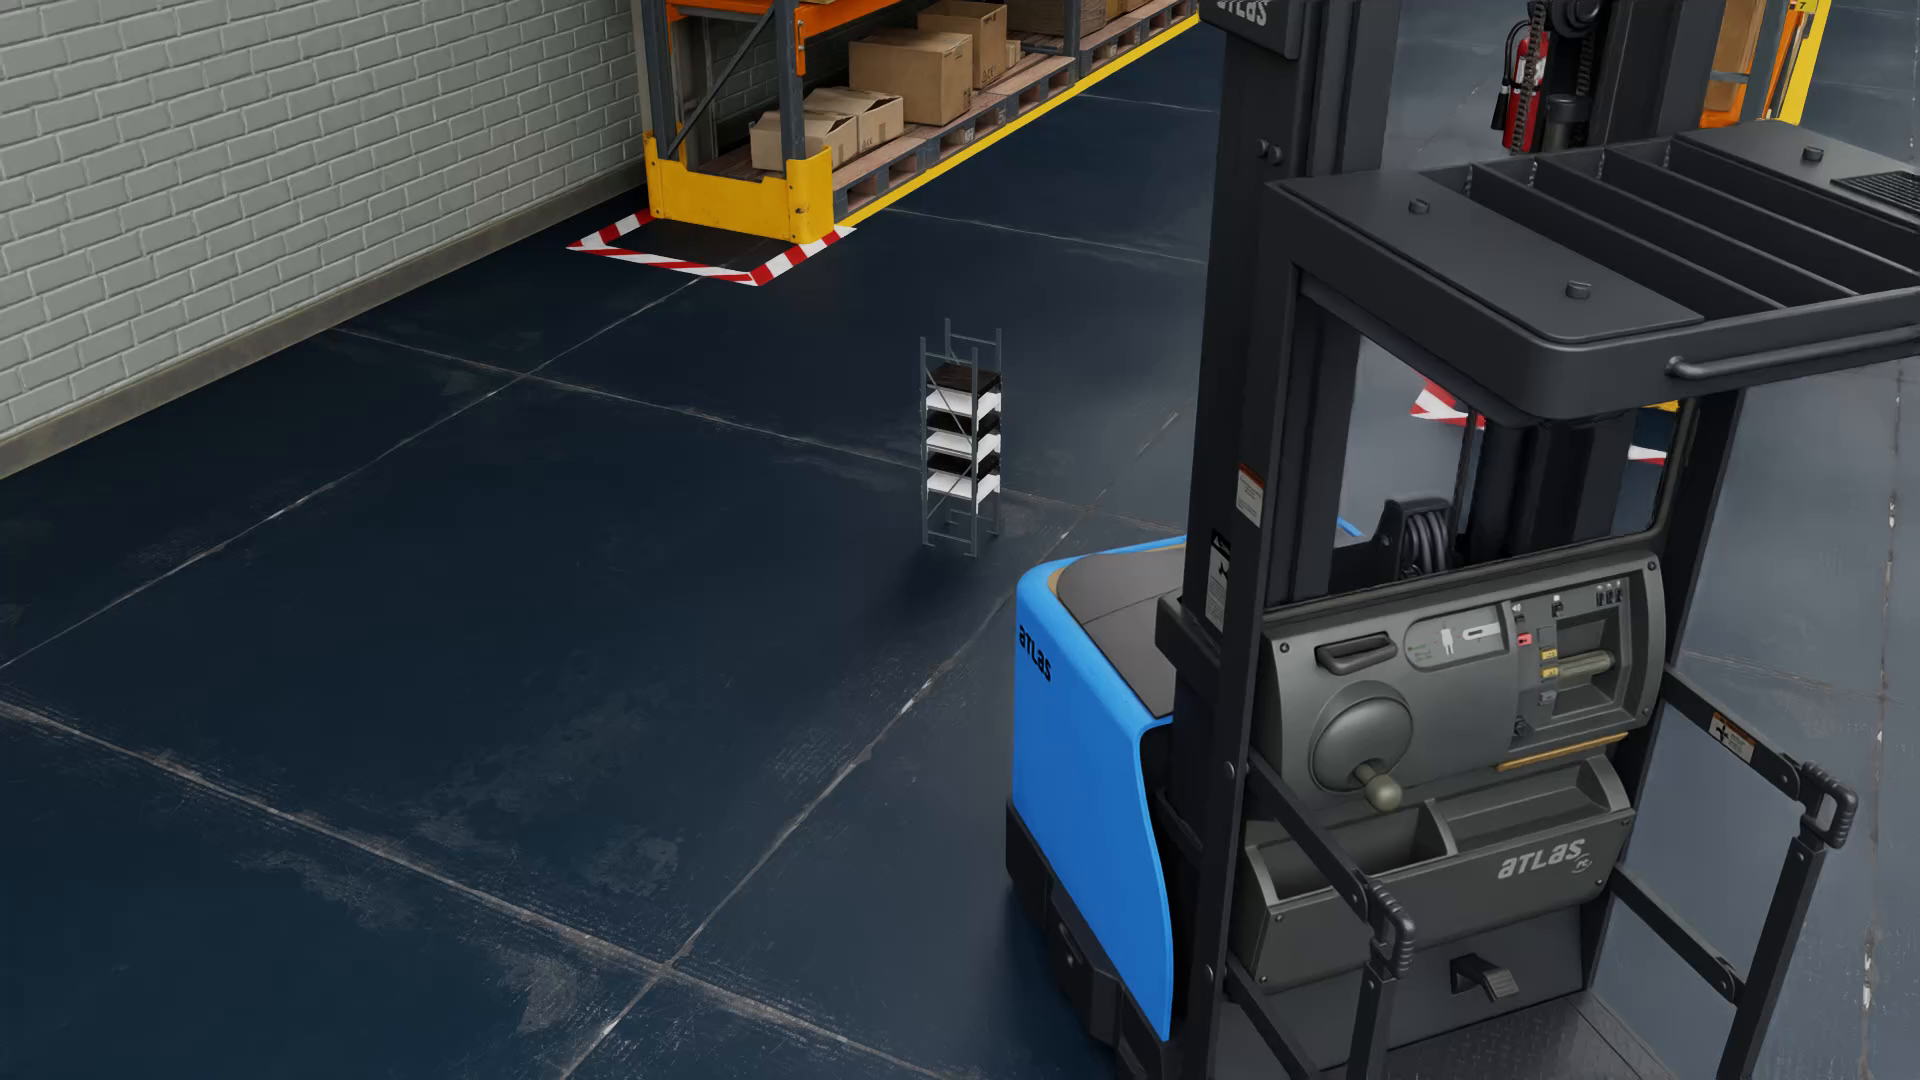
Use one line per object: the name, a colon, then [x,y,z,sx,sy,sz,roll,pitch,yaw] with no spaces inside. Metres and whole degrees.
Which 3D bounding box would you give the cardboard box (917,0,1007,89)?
cardboard box: [0.018,-3.615,12.101,0.500,0.500,0.500,12,32,20]

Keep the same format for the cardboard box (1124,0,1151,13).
cardboard box: [1.235,-4.872,14.290,0.700,0.500,0.500,15,33,24]

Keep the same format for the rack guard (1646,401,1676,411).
rack guard: [3.033,-0.987,7.967,1.175,0.500,0.348,14,33,23]

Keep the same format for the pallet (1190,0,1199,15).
pallet: [1.920,-5.195,15.585,1.003,0.211,1.213,14,33,23]

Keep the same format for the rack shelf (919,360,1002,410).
rack shelf: [0.004,-0.599,6.414,0.258,0.077,0.200,14,33,23]

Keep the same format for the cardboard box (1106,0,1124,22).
cardboard box: [0.966,-4.655,13.912,0.700,0.500,0.500,14,33,22]

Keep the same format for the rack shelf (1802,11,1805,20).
rack shelf: [5.778,-4.430,12.175,1.077,0.370,4.000,14,33,23]

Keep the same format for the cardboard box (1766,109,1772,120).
cardboard box: [4.850,-2.590,10.587,0.500,0.250,0.500,14,33,23]

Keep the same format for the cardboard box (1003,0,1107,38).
cardboard box: [0.776,-4.414,13.493,0.700,0.500,0.500,15,33,25]

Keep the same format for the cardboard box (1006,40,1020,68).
cardboard box: [0.238,-3.696,12.577,0.380,0.166,0.250,10,31,17]

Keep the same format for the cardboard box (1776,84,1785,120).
cardboard box: [5.271,-2.968,11.245,0.500,0.250,0.500,13,33,22]

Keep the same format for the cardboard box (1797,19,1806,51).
cardboard box: [6.203,-3.878,12.831,0.500,0.250,0.500,15,33,24]

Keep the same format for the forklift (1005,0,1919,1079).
forklift: [1.127,0.334,3.226,1.130,2.935,3.031,-11,32,-18]

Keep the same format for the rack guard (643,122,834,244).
rack guard: [-1.333,-2.154,9.999,1.175,0.500,0.348,14,33,23]

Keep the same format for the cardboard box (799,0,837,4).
cardboard box: [-0.862,-3.292,9.601,0.500,0.250,0.500,13,32,22]

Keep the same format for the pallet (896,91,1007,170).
pallet: [-0.374,-2.920,11.622,1.003,0.211,1.213,14,33,23]

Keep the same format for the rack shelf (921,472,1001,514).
rack shelf: [0.004,-0.209,6.638,0.258,0.077,0.200,14,33,23]

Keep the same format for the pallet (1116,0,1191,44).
pallet: [1.363,-4.656,14.647,1.003,0.211,1.213,14,33,23]

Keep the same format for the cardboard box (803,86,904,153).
cardboard box: [-0.712,-2.768,10.816,0.500,0.311,0.500,17,34,27]

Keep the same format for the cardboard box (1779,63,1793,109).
cardboard box: [5.505,-3.194,11.639,0.500,0.250,0.500,15,33,24]

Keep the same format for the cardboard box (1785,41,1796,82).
cardboard box: [5.277,-3.215,11.113,0.500,0.311,0.500,14,33,23]

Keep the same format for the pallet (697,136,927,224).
pallet: [-0.931,-2.381,10.684,1.003,0.211,1.213,14,33,23]

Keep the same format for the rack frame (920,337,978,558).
rack frame: [-0.043,-0.349,6.454,0.240,0.900,0.006,14,33,23]

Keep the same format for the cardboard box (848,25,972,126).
cardboard box: [-0.333,-3.164,11.316,0.700,0.500,0.500,12,32,20]

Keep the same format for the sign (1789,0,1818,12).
sign: [3.536,-2.363,6.904,0.100,0.325,0.005,14,33,23]

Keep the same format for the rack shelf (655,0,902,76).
rack shelf: [-0.456,-3.779,11.041,1.077,0.370,4.000,14,33,23]

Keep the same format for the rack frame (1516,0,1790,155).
rack frame: [3.044,-2.082,7.363,1.000,3.000,0.127,14,33,23]

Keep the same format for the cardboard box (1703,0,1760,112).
cardboard box: [3.268,-2.329,7.694,0.700,0.500,0.500,14,33,23]

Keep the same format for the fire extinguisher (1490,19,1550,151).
fire extinguisher: [2.577,-2.101,7.475,0.296,0.674,0.183,14,33,23]

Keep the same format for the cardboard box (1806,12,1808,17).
cardboard box: [6.438,-4.342,13.074,0.500,0.311,0.500,14,33,23]

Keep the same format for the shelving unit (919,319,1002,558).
shelving unit: [0.004,-0.394,6.532,0.258,0.900,0.210,14,33,23]

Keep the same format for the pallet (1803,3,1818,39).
pallet: [7.063,-4.742,14.795,1.003,0.211,1.213,14,33,23]

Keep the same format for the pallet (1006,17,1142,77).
pallet: [0.808,-4.114,13.701,1.003,0.211,1.213,14,33,23]

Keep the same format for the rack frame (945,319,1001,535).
rack frame: [0.050,-0.439,6.611,0.240,0.900,0.006,14,33,23]

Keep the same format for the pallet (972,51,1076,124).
pallet: [0.181,-3.462,12.567,1.003,0.211,1.213,14,33,23]

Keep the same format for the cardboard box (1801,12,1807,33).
cardboard box: [5.976,-3.897,12.300,0.500,0.311,0.500,15,33,25]

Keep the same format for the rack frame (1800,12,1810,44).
rack frame: [6.689,-5.629,13.539,1.000,3.000,0.127,14,33,23]

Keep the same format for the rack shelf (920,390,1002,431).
rack shelf: [0.004,-0.521,6.459,0.258,0.077,0.200,14,33,23]

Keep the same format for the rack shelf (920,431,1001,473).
rack shelf: [0.004,-0.365,6.549,0.258,0.077,0.200,14,33,23]

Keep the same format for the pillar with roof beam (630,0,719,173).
pillar with roof beam: [2.014,-5.336,7.005,9.100,9.000,0.400,14,33,23]

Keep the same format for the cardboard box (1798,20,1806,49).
cardboard box: [6.435,-4.100,13.218,0.500,0.250,0.500,14,33,23]

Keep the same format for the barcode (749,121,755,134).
barcode: [-1.320,-2.618,10.546,0.001,0.075,0.075,14,33,23]

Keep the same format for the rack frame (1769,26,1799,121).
rack frame: [4.867,-3.855,10.451,1.000,3.000,0.127,14,33,23]

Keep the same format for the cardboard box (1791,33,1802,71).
cardboard box: [5.971,-3.649,12.432,0.500,0.250,0.500,15,33,24]

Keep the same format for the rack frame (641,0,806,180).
rack frame: [-1.367,-3.204,9.318,1.000,3.000,0.127,14,33,23]

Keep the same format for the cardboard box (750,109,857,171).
cardboard box: [-0.972,-2.515,10.376,0.500,0.311,0.500,11,32,18]

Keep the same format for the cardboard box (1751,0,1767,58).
cardboard box: [3.735,-2.782,8.482,0.700,0.500,0.500,15,33,24]

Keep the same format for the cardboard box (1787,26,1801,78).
cardboard box: [5.509,-3.436,11.497,0.500,0.311,0.500,14,33,23]

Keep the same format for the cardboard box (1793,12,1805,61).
cardboard box: [5.744,-3.665,11.897,0.500,0.311,0.500,13,32,22]

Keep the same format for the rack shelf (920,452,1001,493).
rack shelf: [0.004,-0.287,6.594,0.258,0.077,0.200,14,33,23]

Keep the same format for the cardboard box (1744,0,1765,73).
cardboard box: [3.503,-2.563,8.101,0.700,0.500,0.500,15,33,25]

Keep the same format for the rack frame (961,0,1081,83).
rack frame: [0.455,-4.977,12.405,1.000,3.000,0.127,14,33,23]

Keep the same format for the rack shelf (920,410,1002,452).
rack shelf: [0.004,-0.443,6.504,0.258,0.077,0.200,14,33,23]

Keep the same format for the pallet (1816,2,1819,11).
pallet: [7.619,-5.280,15.733,1.003,0.211,1.213,14,33,23]

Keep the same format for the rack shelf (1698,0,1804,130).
rack shelf: [3.956,-2.657,9.087,1.077,0.370,4.000,14,33,23]

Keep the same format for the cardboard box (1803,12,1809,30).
cardboard box: [6.666,-4.330,13.617,0.500,0.250,0.500,15,33,24]

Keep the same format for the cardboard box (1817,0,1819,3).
cardboard box: [7.151,-4.872,14.291,0.500,0.500,0.500,16,33,25]
